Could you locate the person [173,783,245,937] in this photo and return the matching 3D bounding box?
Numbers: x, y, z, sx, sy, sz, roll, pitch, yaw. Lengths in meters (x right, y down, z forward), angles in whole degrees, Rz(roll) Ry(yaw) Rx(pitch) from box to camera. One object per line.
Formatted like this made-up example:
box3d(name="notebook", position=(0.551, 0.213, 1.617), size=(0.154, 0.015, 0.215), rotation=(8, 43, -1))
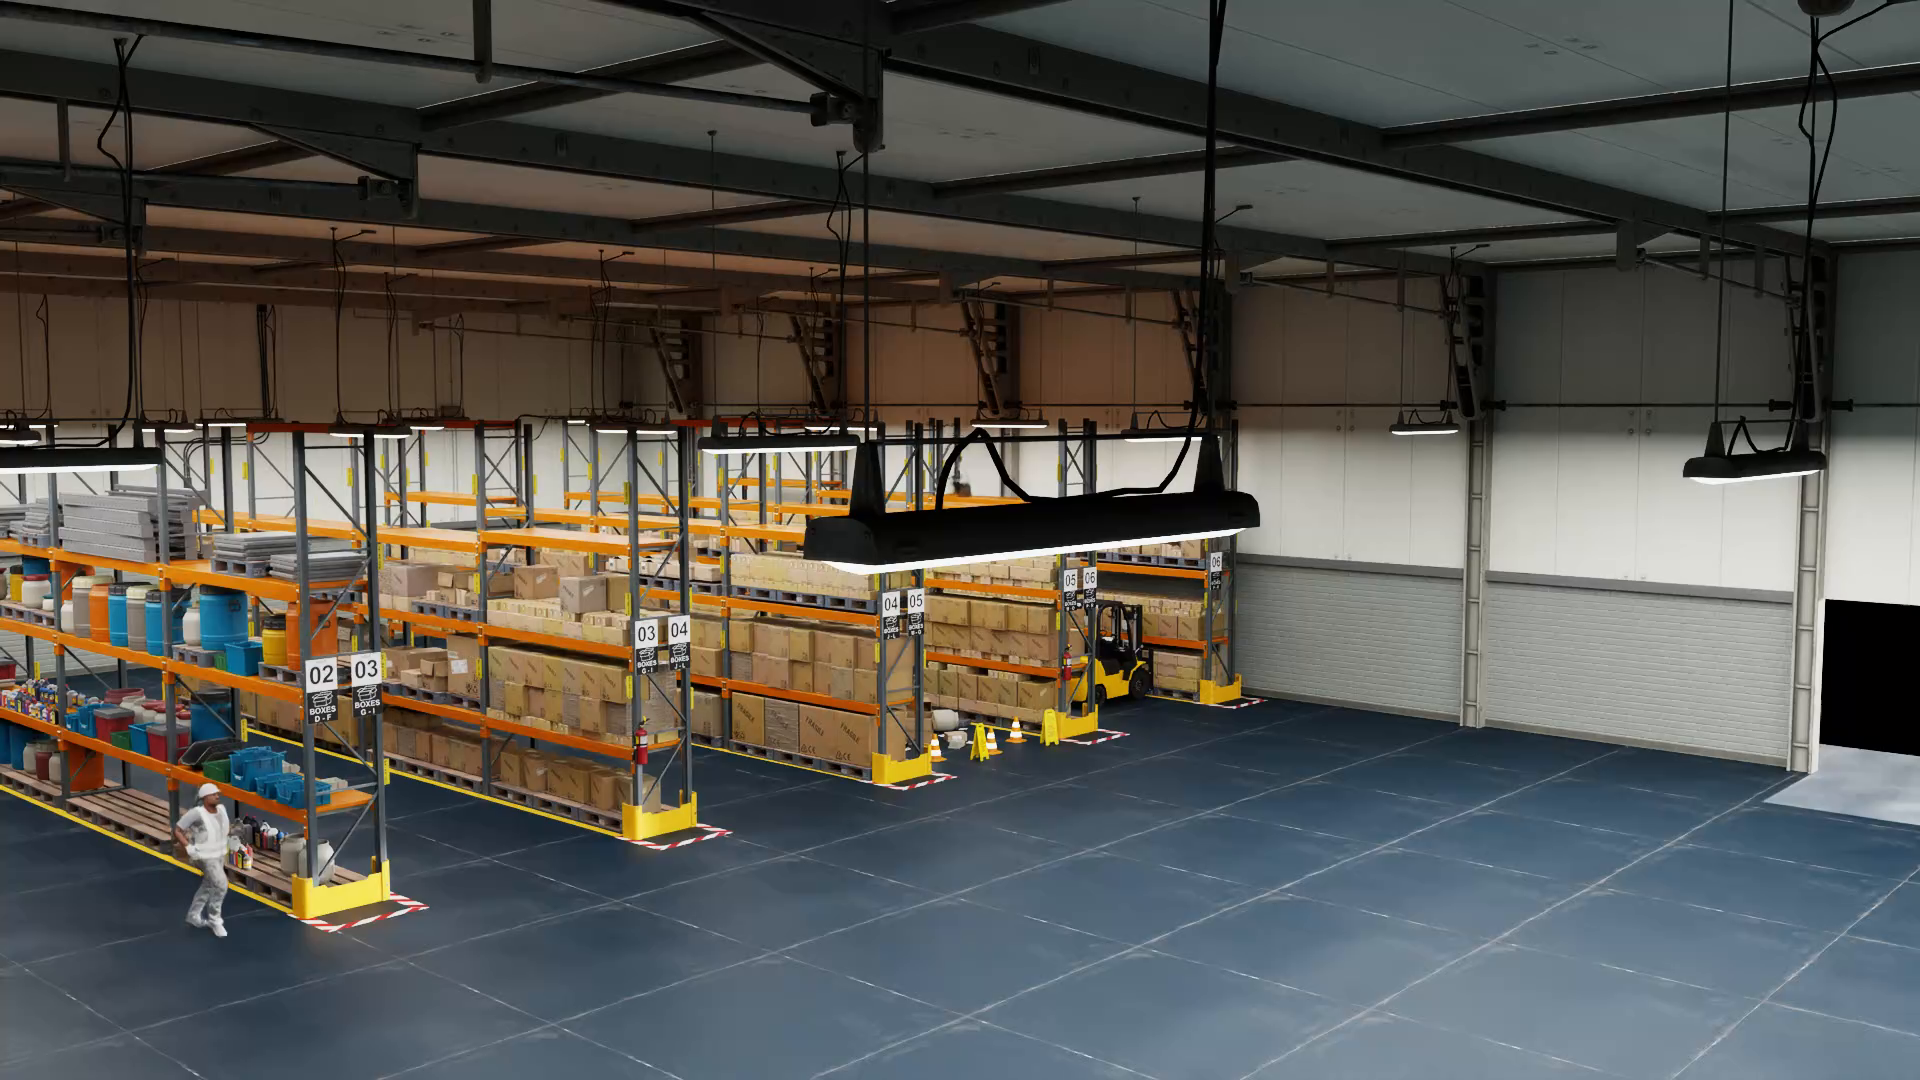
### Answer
box3d(name="person", position=(-8.963, 3.824, 19.906), size=(0.772, 1.842, 0.655), rotation=(1, 5, 10))
